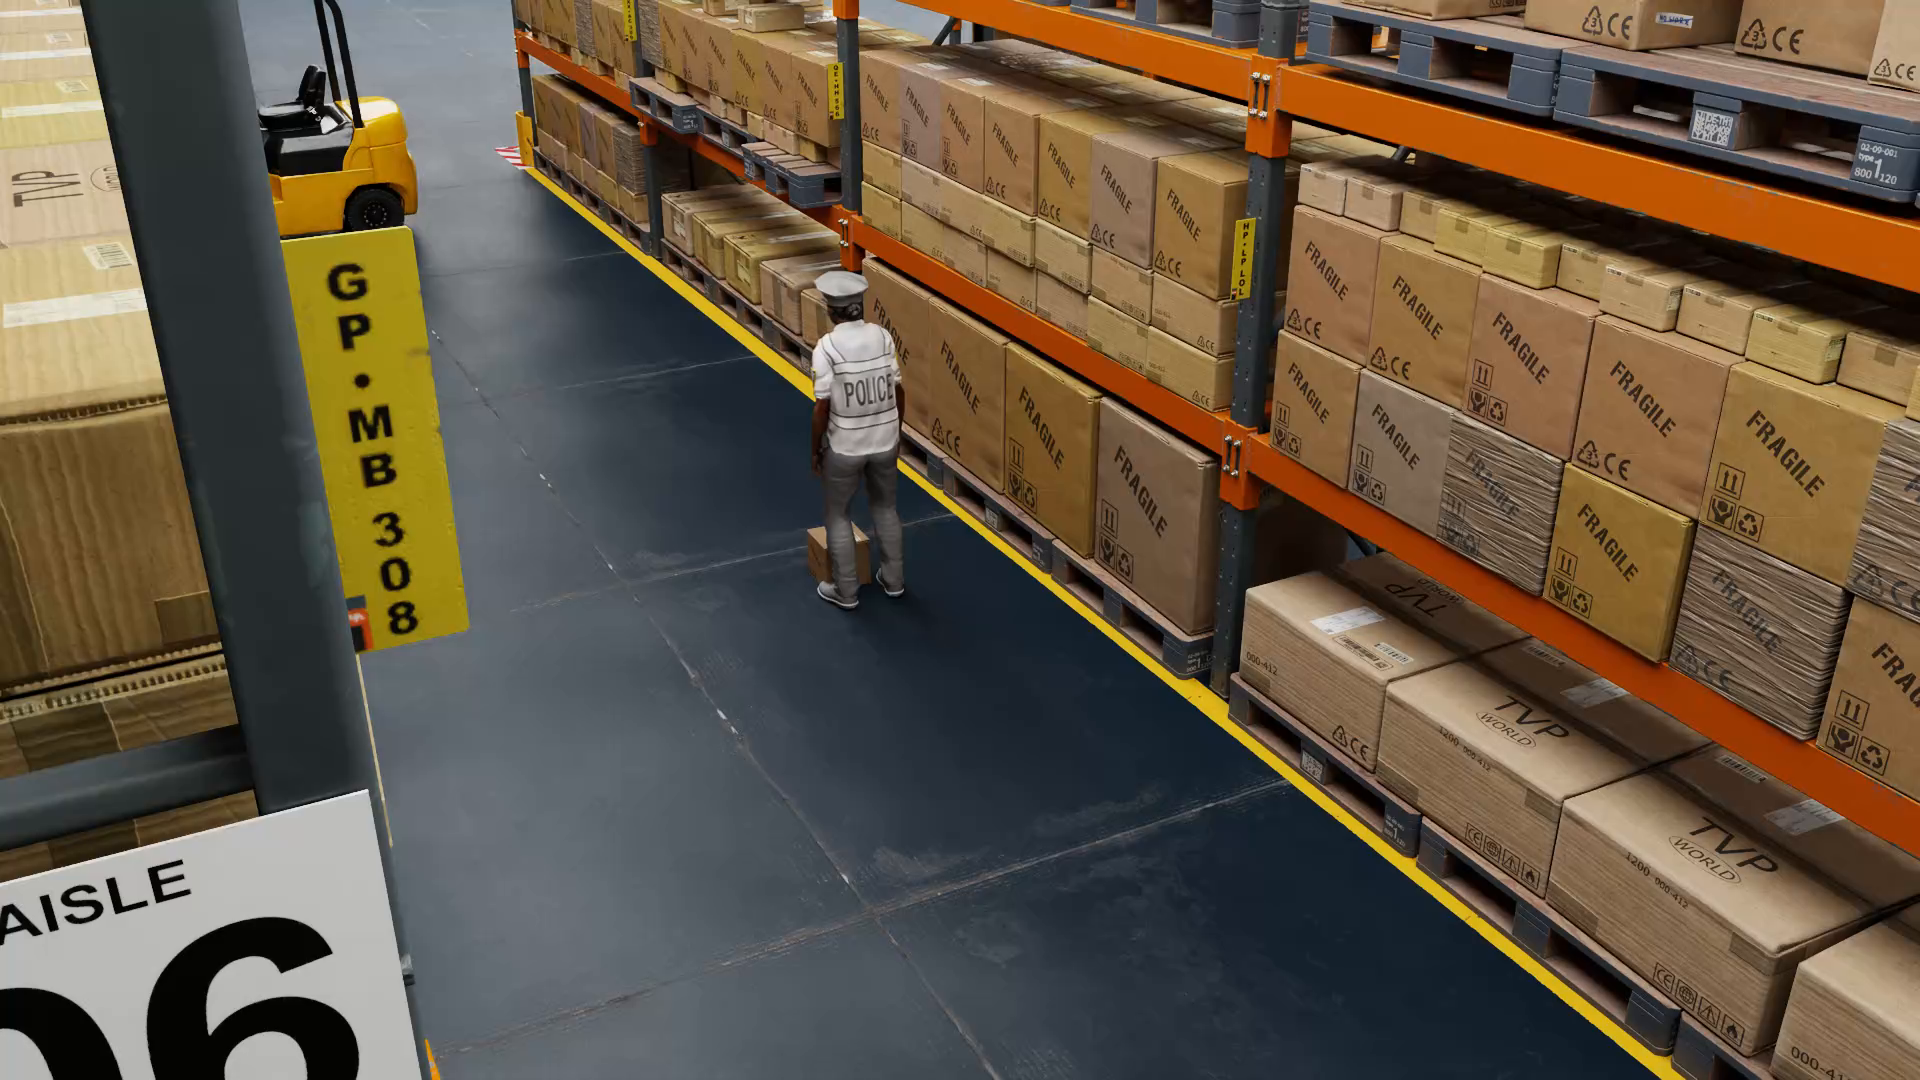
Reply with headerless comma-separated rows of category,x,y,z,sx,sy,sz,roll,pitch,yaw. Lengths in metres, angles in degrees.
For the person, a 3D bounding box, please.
person,-0.494,-0.462,8.074,0.505,1.657,0.394,-14,29,-26
